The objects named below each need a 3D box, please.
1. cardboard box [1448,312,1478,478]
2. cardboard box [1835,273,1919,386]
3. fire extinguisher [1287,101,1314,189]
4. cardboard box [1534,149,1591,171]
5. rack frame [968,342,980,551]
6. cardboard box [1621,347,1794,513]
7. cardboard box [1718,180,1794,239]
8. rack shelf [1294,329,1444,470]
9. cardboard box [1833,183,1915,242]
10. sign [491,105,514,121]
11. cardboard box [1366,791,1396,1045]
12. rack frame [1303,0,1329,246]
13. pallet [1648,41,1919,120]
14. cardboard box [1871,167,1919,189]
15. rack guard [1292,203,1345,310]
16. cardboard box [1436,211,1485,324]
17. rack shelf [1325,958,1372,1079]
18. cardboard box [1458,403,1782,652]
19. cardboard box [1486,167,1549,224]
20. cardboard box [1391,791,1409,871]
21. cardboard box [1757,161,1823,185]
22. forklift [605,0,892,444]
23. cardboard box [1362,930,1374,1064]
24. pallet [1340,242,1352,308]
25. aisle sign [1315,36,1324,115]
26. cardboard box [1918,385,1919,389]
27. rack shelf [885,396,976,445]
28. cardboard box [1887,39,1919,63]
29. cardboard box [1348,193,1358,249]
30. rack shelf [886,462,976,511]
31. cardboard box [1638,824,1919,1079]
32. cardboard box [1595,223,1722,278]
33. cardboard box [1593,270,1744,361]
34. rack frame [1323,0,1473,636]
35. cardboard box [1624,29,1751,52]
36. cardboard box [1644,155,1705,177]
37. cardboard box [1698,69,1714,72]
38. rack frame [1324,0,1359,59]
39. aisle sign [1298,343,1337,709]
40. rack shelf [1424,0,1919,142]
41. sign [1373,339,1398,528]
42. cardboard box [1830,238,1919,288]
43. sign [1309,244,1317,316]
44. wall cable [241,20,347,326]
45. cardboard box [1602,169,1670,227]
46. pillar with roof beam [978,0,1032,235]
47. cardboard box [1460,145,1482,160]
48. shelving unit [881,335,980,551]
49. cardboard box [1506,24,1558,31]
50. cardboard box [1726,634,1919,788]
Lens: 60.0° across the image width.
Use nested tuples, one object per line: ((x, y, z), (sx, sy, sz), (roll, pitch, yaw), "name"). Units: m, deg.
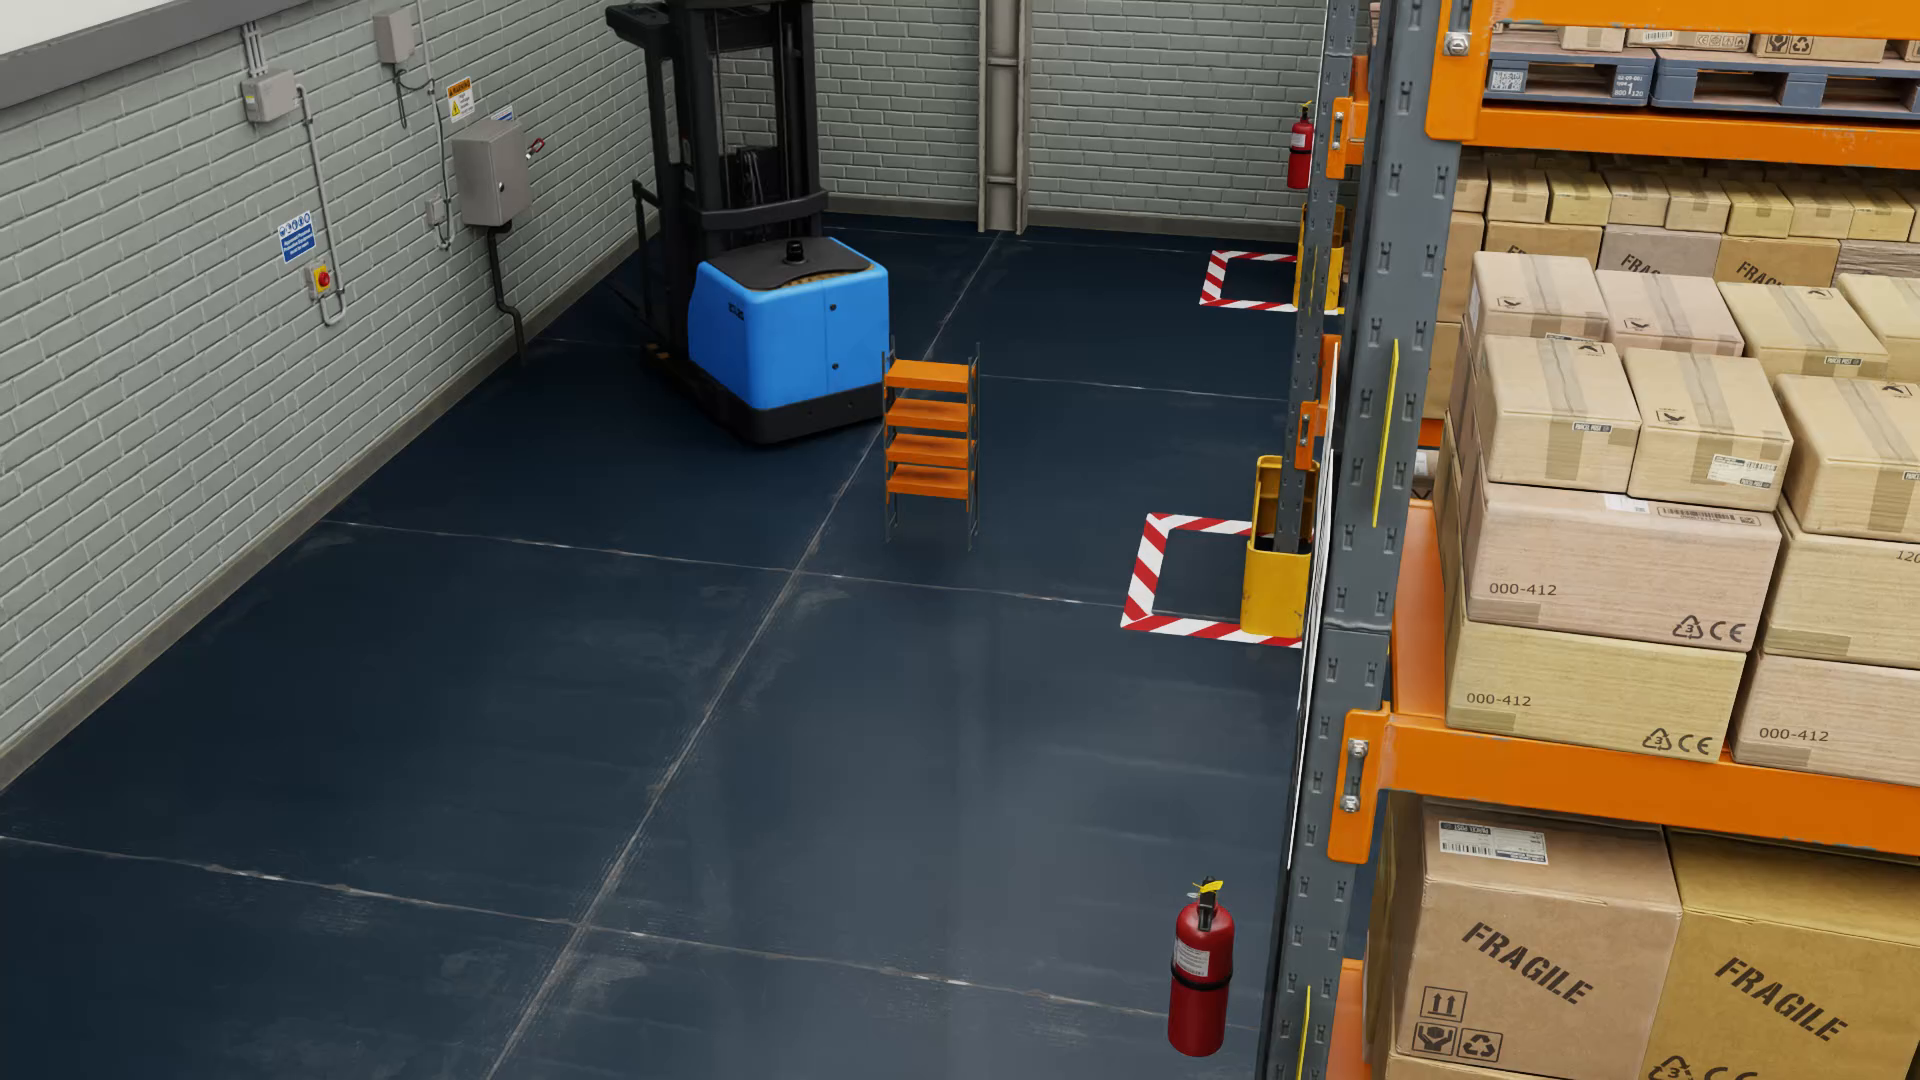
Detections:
((1.367, -0.285, 3.659), (0.500, 0.250, 0.500), (5, 29, 9), "cardboard box")
((2.002, -0.420, 3.490), (0.250, 0.149, 0.380), (6, 29, 11), "cardboard box")
((2.590, -3.009, 12.592), (0.183, 0.674, 0.296), (6, 29, 11), "fire extinguisher")
((2.952, -1.857, 8.198), (0.250, 0.149, 0.380), (7, 29, 12), "cardboard box")
((0.077, -0.518, 9.448), (0.015, 1.200, 0.240), (6, 29, 11), "rack frame")
((1.378, -0.213, 3.113), (0.250, 0.149, 0.380), (7, 29, 13), "cardboard box")
((3.595, -1.503, 7.552), (0.250, 0.149, 0.380), (5, 29, 9), "cardboard box")
((3.754, -0.561, 8.401), (4.000, 0.370, 1.077), (6, 29, 11), "rack shelf")
((4.105, -1.483, 7.514), (0.250, 0.149, 0.380), (5, 29, 9), "cardboard box")
((-3.239, -2.815, 11.867), (0.001, 0.494, 0.329), (6, 29, 11), "sign")
((1.356, 1.007, 4.373), (0.500, 0.500, 0.500), (6, 29, 12), "cardboard box")
((2.831, -3.409, 12.853), (0.127, 3.000, 1.000), (6, 29, 11), "rack frame")
((3.722, -2.163, 7.547), (1.213, 0.211, 1.003), (6, 29, 11), "pallet")
((4.458, -1.715, 7.938), (0.250, 0.149, 0.380), (5, 29, 9), "cardboard box")
((2.905, -2.305, 13.439), (0.348, 0.500, 1.175), (6, 29, 11), "rack guard")
((2.208, -1.378, 7.998), (0.500, 0.500, 0.500), (5, 29, 9), "cardboard box")
((2.819, 1.773, 4.136), (4.000, 0.370, 1.077), (6, 29, 11), "rack shelf")
((1.248, -0.045, 3.220), (0.500, 0.250, 0.500), (6, 29, 11), "cardboard box")
((2.589, -1.606, 7.739), (0.250, 0.149, 0.380), (7, 29, 12), "cardboard box")
((1.363, 0.574, 4.124), (0.500, 0.500, 0.500), (5, 29, 10), "cardboard box")
((3.970, -1.758, 8.017), (0.250, 0.149, 0.380), (6, 29, 11), "cardboard box")
((-1.657, -2.571, 11.393), (1.130, 2.935, 3.031), (-17, 33, -28), "forklift")
((1.241, 1.268, 4.573), (0.250, 0.149, 0.380), (6, 29, 11), "cardboard box")
((3.685, -2.099, 13.364), (1.213, 0.211, 1.003), (6, 29, 11), "pallet")
((1.792, -2.371, 8.249), (0.004, 0.787, 0.394), (6, 29, 11), "aisle sign")
((1.866, -0.127, 2.955), (0.250, 0.149, 0.380), (6, 29, 11), "cardboard box")
((-0.162, -0.680, 9.417), (0.480, 0.148, 0.258), (6, 29, 11), "rack shelf")
((4.384, -2.386, 7.211), (0.637, 0.503, 0.797), (8, 30, 14), "cardboard box")
((3.409, -2.392, 13.158), (0.637, 0.503, 0.797), (5, 29, 9), "cardboard box")
((-0.162, -0.310, 9.620), (0.480, 0.148, 0.258), (6, 29, 11), "rack shelf")
((1.742, 0.862, 3.597), (0.500, 0.500, 0.500), (7, 29, 12), "cardboard box")
((3.220, -1.281, 7.822), (0.500, 0.500, 0.500), (6, 29, 10), "cardboard box")
((1.475, -0.431, 3.510), (0.250, 0.149, 0.380), (6, 29, 11), "cardboard box")
((0.863, -1.374, 2.889), (0.127, 3.000, 1.000), (6, 29, 11), "rack frame")
((3.251, -2.409, 7.454), (0.500, 0.311, 0.500), (6, 29, 11), "cardboard box")
((3.450, -1.800, 8.094), (0.250, 0.149, 0.380), (7, 29, 12), "cardboard box")
((5.342, -3.676, 12.406), (0.500, 0.500, 0.500), (5, 29, 9), "cardboard box")
((1.798, -3.709, 7.154), (0.127, 3.000, 1.000), (6, 29, 11), "rack frame")
((0.854, -0.031, 3.976), (0.004, 0.787, 0.394), (6, 29, 11), "aisle sign")
((2.819, -0.857, 2.696), (4.000, 0.370, 1.077), (6, 29, 11), "rack shelf")
((0.750, -0.187, 2.934), (0.005, 0.325, 0.100), (6, 29, 11), "sign")
((4.196, -1.178, 7.632), (0.500, 0.500, 0.500), (6, 29, 11), "cardboard box")
((1.676, -1.232, 7.893), (0.005, 0.325, 0.100), (6, 29, 11), "sign")
((-3.721, -2.091, 9.356), (0.123, 1.953, 0.585), (6, 29, 11), "wall cable")
((3.118, -1.587, 7.704), (0.250, 0.149, 0.380), (6, 29, 11), "cardboard box")
((-0.517, -4.712, 8.987), (0.400, 9.000, 9.100), (6, 29, 11), "pillar with roof beam")
((2.444, -1.888, 8.255), (0.250, 0.149, 0.380), (6, 29, 11), "cardboard box")
((-0.162, -0.543, 9.492), (0.503, 1.200, 0.258), (6, 29, 11), "shelving unit")
((2.684, -2.504, 7.796), (0.250, 0.149, 0.380), (4, 29, 7), "cardboard box")
((1.763, 0.227, 3.244), (0.500, 0.250, 0.500), (7, 29, 12), "cardboard box")
